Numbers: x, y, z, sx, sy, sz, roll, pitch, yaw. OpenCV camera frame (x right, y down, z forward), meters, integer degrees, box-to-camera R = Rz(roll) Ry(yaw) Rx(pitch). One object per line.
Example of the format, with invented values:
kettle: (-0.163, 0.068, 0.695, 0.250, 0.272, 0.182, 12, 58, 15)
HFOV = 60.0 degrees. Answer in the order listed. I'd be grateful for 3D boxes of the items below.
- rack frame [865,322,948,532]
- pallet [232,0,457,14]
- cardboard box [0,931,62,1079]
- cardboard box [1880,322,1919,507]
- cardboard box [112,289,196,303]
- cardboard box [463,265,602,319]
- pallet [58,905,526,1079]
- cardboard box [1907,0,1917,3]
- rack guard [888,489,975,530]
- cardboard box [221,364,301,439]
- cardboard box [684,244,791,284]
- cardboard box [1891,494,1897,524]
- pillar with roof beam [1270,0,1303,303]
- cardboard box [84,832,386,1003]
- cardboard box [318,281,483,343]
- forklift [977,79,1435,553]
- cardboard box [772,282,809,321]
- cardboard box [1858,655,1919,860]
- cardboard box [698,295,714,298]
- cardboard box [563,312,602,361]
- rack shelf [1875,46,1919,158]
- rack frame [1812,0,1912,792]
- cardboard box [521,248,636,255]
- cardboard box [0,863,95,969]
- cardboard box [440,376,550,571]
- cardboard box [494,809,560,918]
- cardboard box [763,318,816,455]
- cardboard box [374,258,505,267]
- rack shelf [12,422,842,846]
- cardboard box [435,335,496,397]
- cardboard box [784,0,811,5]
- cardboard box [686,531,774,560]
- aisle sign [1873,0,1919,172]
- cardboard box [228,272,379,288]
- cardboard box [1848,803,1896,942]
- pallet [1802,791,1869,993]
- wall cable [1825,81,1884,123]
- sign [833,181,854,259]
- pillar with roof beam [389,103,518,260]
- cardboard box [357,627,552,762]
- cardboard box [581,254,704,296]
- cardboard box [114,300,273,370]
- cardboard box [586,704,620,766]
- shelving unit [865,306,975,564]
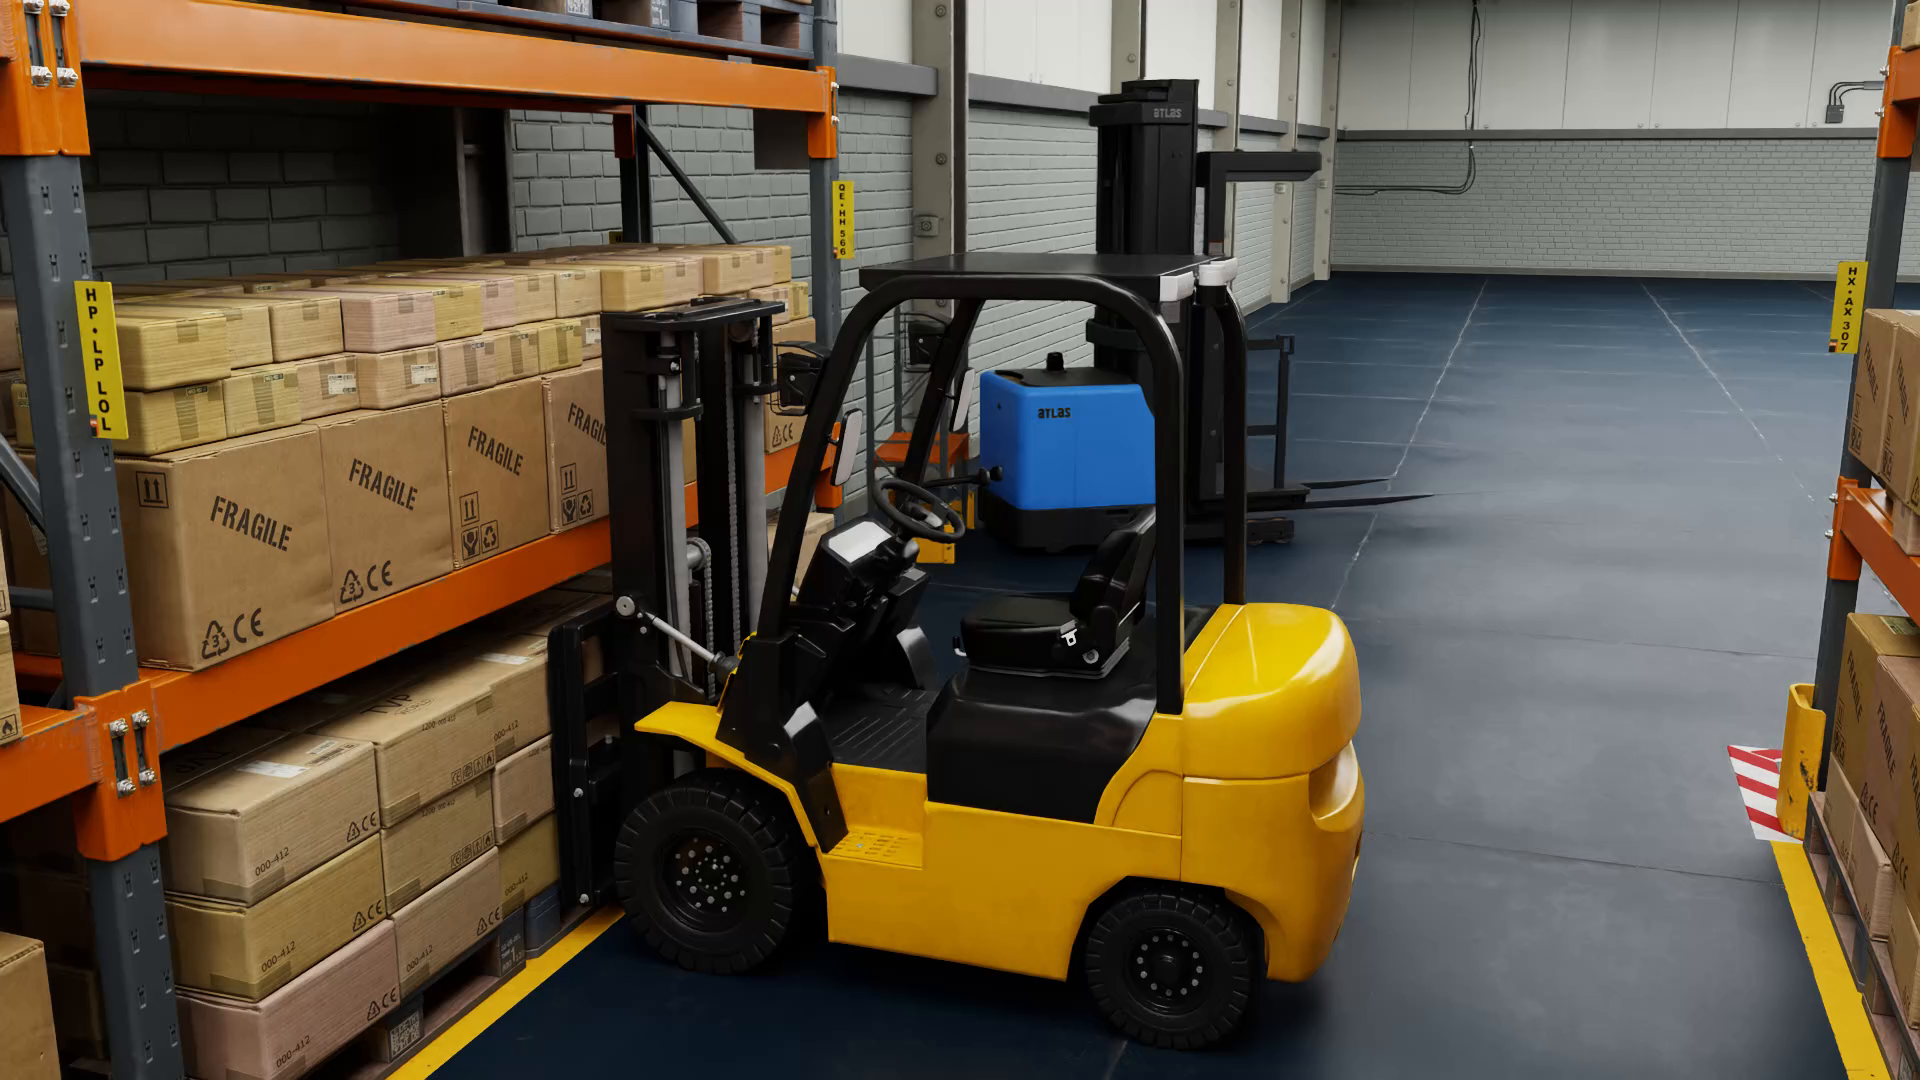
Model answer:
rack frame: (-0.326, -0.598, 10.238, 0.500, 1.500, 0.032, 2, 13, 7)
pallet: (-2.051, -1.484, 4.208, 1.003, 0.211, 1.213, 4, 14, 18)
cardboard box: (-2.461, 1.180, 3.470, 0.875, 0.625, 0.625, 5, 14, 21)
cardboard box: (3.109, -0.374, 4.992, 0.500, 0.500, 0.500, 5, 14, 20)
cardboard box: (-2.292, -0.589, 4.477, 0.380, 0.149, 0.250, 4, 14, 18)
cardboard box: (-1.416, -0.822, 5.497, 0.380, 0.149, 0.250, 5, 14, 19)
pallet: (-2.006, 1.311, 4.768, 1.003, 0.211, 1.213, 4, 14, 18)
cardboard box: (3.274, -1.817, 5.135, 0.500, 0.250, 0.500, 4, 13, 17)
rack guard: (-0.195, -0.209, 11.341, 0.587, 0.250, 0.087, 2, 13, 7)
cardboard box: (-1.869, -0.351, 4.104, 0.380, 0.149, 0.250, 5, 14, 20)
cardboard box: (-0.925, -1.145, 6.914, 0.380, 0.149, 0.250, 4, 14, 19)
cardboard box: (3.153, -0.086, 5.188, 0.380, 0.149, 0.250, 4, 13, 17)
pillar with roof beam: (9.752, -8.312, 27.183, 9.100, 9.000, 0.400, 4, 14, 18)
cardboard box: (-1.854, 0.929, 4.290, 0.500, 0.250, 0.500, 4, 14, 18)
cardboard box: (-1.607, -0.659, 4.782, 0.380, 0.149, 0.250, 4, 13, 18)
forklift: (1.693, -1.504, 10.989, 3.031, 2.935, 1.130, -3, 13, -15)
cardboard box: (-0.856, -0.998, 6.936, 0.380, 0.149, 0.250, 5, 14, 19)
cardboard box: (2.994, 0.666, 4.878, 0.500, 0.500, 0.500, 4, 13, 16)
cardboard box: (-1.143, -0.840, 6.245, 0.380, 0.149, 0.250, 4, 14, 18)
cardboard box: (-1.414, -0.680, 5.543, 0.380, 0.149, 0.250, 4, 14, 18)
rack shelf: (3.042, -1.060, 3.766, 1.077, 0.370, 4.000, 4, 14, 18)
rack frame: (3.689, -0.369, 5.865, 1.000, 3.000, 0.127, 4, 14, 18)
cardboard box: (-1.508, -1.071, 6.589, 0.380, 0.149, 0.250, 5, 14, 19)
cardboard box: (-2.339, 0.891, 4.455, 0.500, 0.250, 0.500, 4, 13, 17)
cardboard box: (-1.597, -0.225, 5.006, 0.500, 0.500, 0.500, 4, 14, 18)
cardboard box: (-1.532, 0.957, 5.290, 0.500, 0.250, 0.500, 5, 14, 19)
cardboard box: (-0.919, -0.652, 6.879, 0.500, 0.500, 0.500, 4, 13, 17)
cardboard box: (-1.842, -0.915, 5.904, 0.380, 0.149, 0.250, 4, 13, 17)
rack shelf: (-1.656, 0.046, 5.662, 1.077, 0.370, 4.000, 4, 14, 18)
cardboard box: (-1.574, -0.510, 4.799, 0.380, 0.149, 0.250, 4, 14, 18)
cardboard box: (-0.921, -2.380, 6.539, 0.500, 0.500, 0.500, 5, 14, 20)
cardboard box: (-1.022, 0.150, 6.579, 0.500, 0.250, 0.500, 5, 14, 19)
aisle sign: (3.416, -1.672, 5.730, 0.394, 0.787, 0.004, 4, 14, 18)
cardboard box: (-2.041, -0.750, 5.182, 0.380, 0.149, 0.250, 4, 14, 18)
cardboard box: (2.994, 1.023, 4.999, 0.500, 0.250, 0.500, 5, 14, 20)
pallet: (3.368, 1.175, 5.367, 1.003, 0.211, 1.213, 4, 14, 18)
wall cable: (18.802, -11.382, 32.989, 2.305, 6.003, 0.169, 4, 14, 18)
sign: (-0.500, -1.364, 7.088, 0.100, 0.325, 0.005, 4, 14, 18)
pillar with roof beam: (1.987, -3.259, 5.044, 9.100, 9.000, 0.400, 4, 14, 18)
cardboard box: (-1.524, 0.473, 5.164, 0.500, 0.250, 0.500, 5, 14, 20)
cardboard box: (-1.186, -0.987, 6.220, 0.380, 0.149, 0.250, 4, 14, 19)
cardboard box: (-1.937, -0.502, 4.097, 0.380, 0.149, 0.250, 5, 14, 19)
cardboard box: (-1.355, 0.611, 5.681, 0.500, 0.250, 0.500, 4, 14, 18)
shelving unit: (-0.260, -0.708, 10.721, 0.587, 1.500, 1.083, 2, 13, 7)
